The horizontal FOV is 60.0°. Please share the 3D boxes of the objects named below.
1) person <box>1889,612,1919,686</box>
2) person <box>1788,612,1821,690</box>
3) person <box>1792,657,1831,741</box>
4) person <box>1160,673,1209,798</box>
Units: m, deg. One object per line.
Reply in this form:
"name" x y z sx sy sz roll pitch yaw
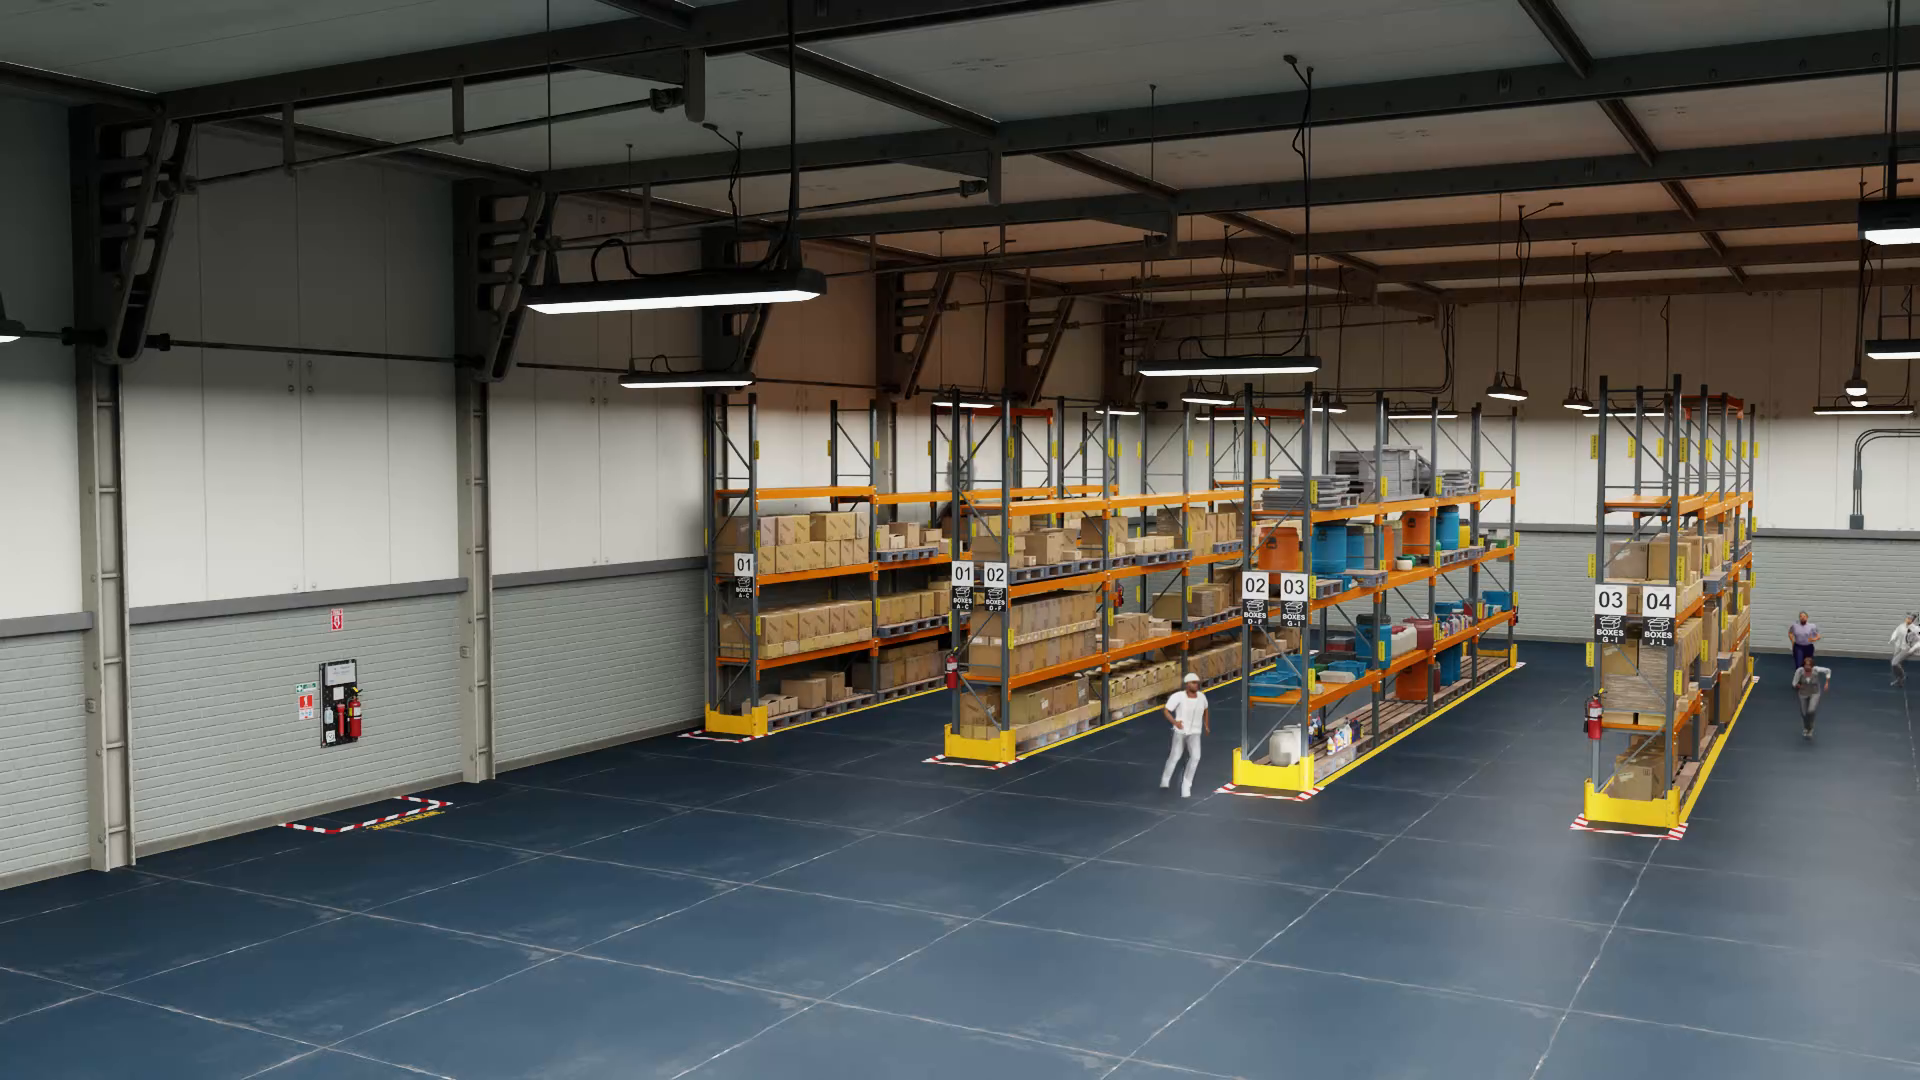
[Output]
"person" 19.931 2.310 35.111 0.533 1.610 0.697 -1 3 -15
"person" 17.564 2.318 34.590 0.591 1.670 0.870 1 3 23
"person" 14.637 2.720 28.606 0.576 1.465 0.888 2 4 30
"person" 3.322 2.830 24.265 0.761 1.788 0.692 -1 3 -11
